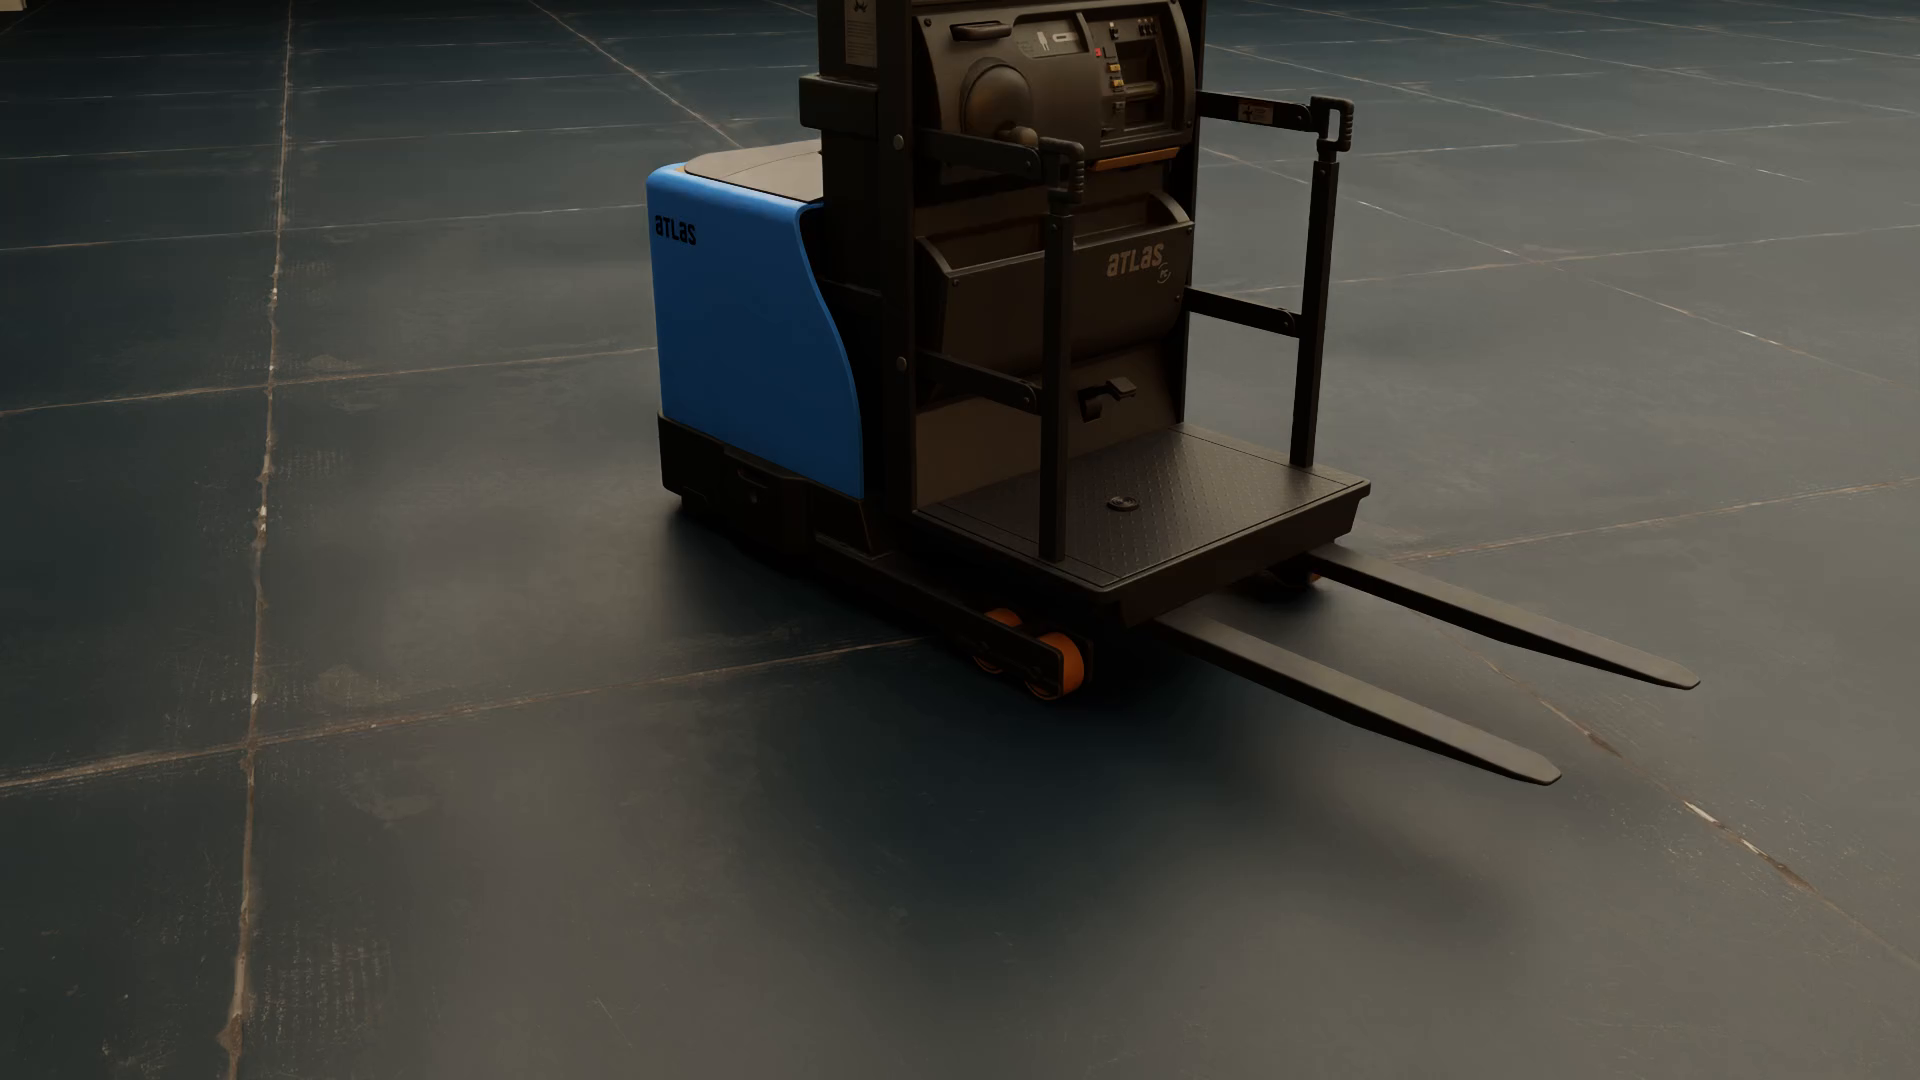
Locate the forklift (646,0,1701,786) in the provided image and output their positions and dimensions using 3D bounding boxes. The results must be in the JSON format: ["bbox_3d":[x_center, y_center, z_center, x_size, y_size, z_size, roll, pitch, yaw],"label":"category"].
[{"bbox_3d":[0.409,-1.176,4.096,1.130,2.935,3.031,-19,30,-38],"label":"forklift"}]
